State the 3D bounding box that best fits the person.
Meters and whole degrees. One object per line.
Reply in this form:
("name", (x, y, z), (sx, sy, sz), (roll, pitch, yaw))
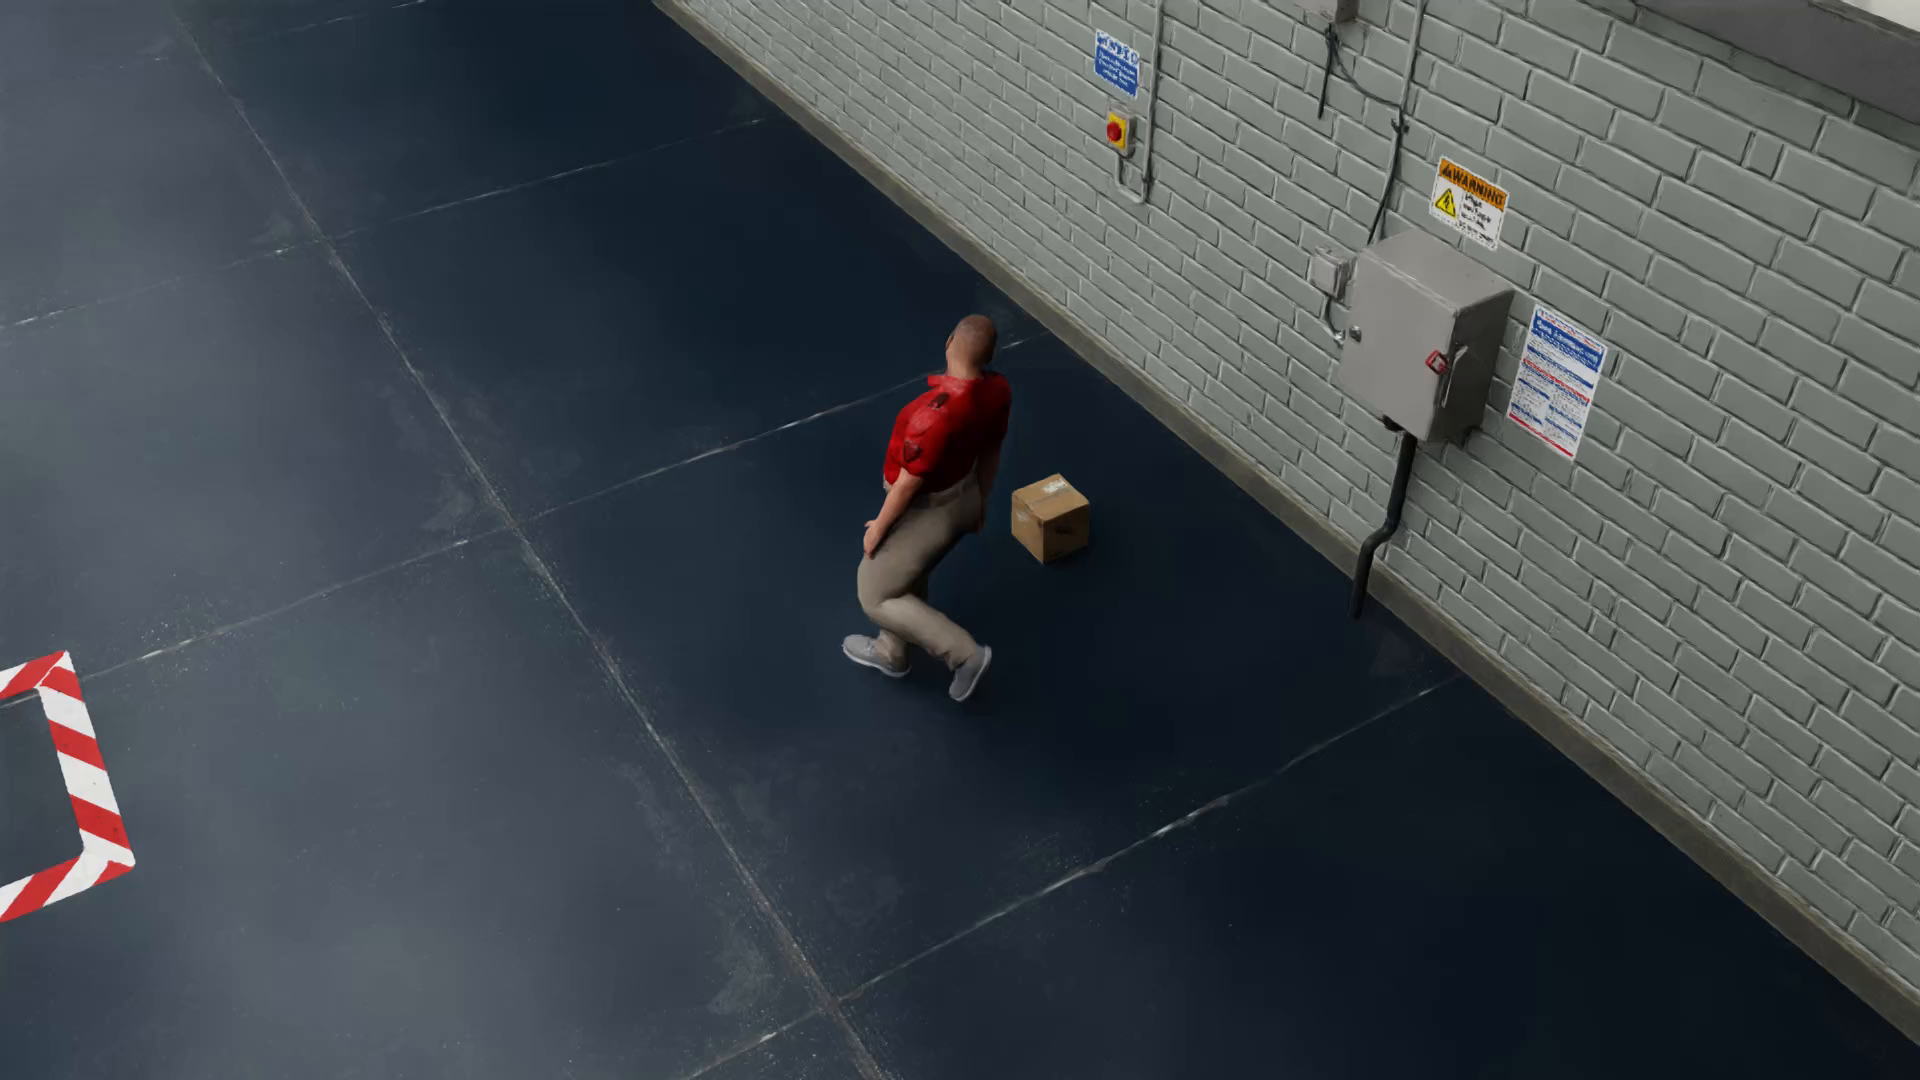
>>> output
("person", (-0.108, -0.115, 6.343), (0.755, 1.666, 0.614), (25, 46, 26))
